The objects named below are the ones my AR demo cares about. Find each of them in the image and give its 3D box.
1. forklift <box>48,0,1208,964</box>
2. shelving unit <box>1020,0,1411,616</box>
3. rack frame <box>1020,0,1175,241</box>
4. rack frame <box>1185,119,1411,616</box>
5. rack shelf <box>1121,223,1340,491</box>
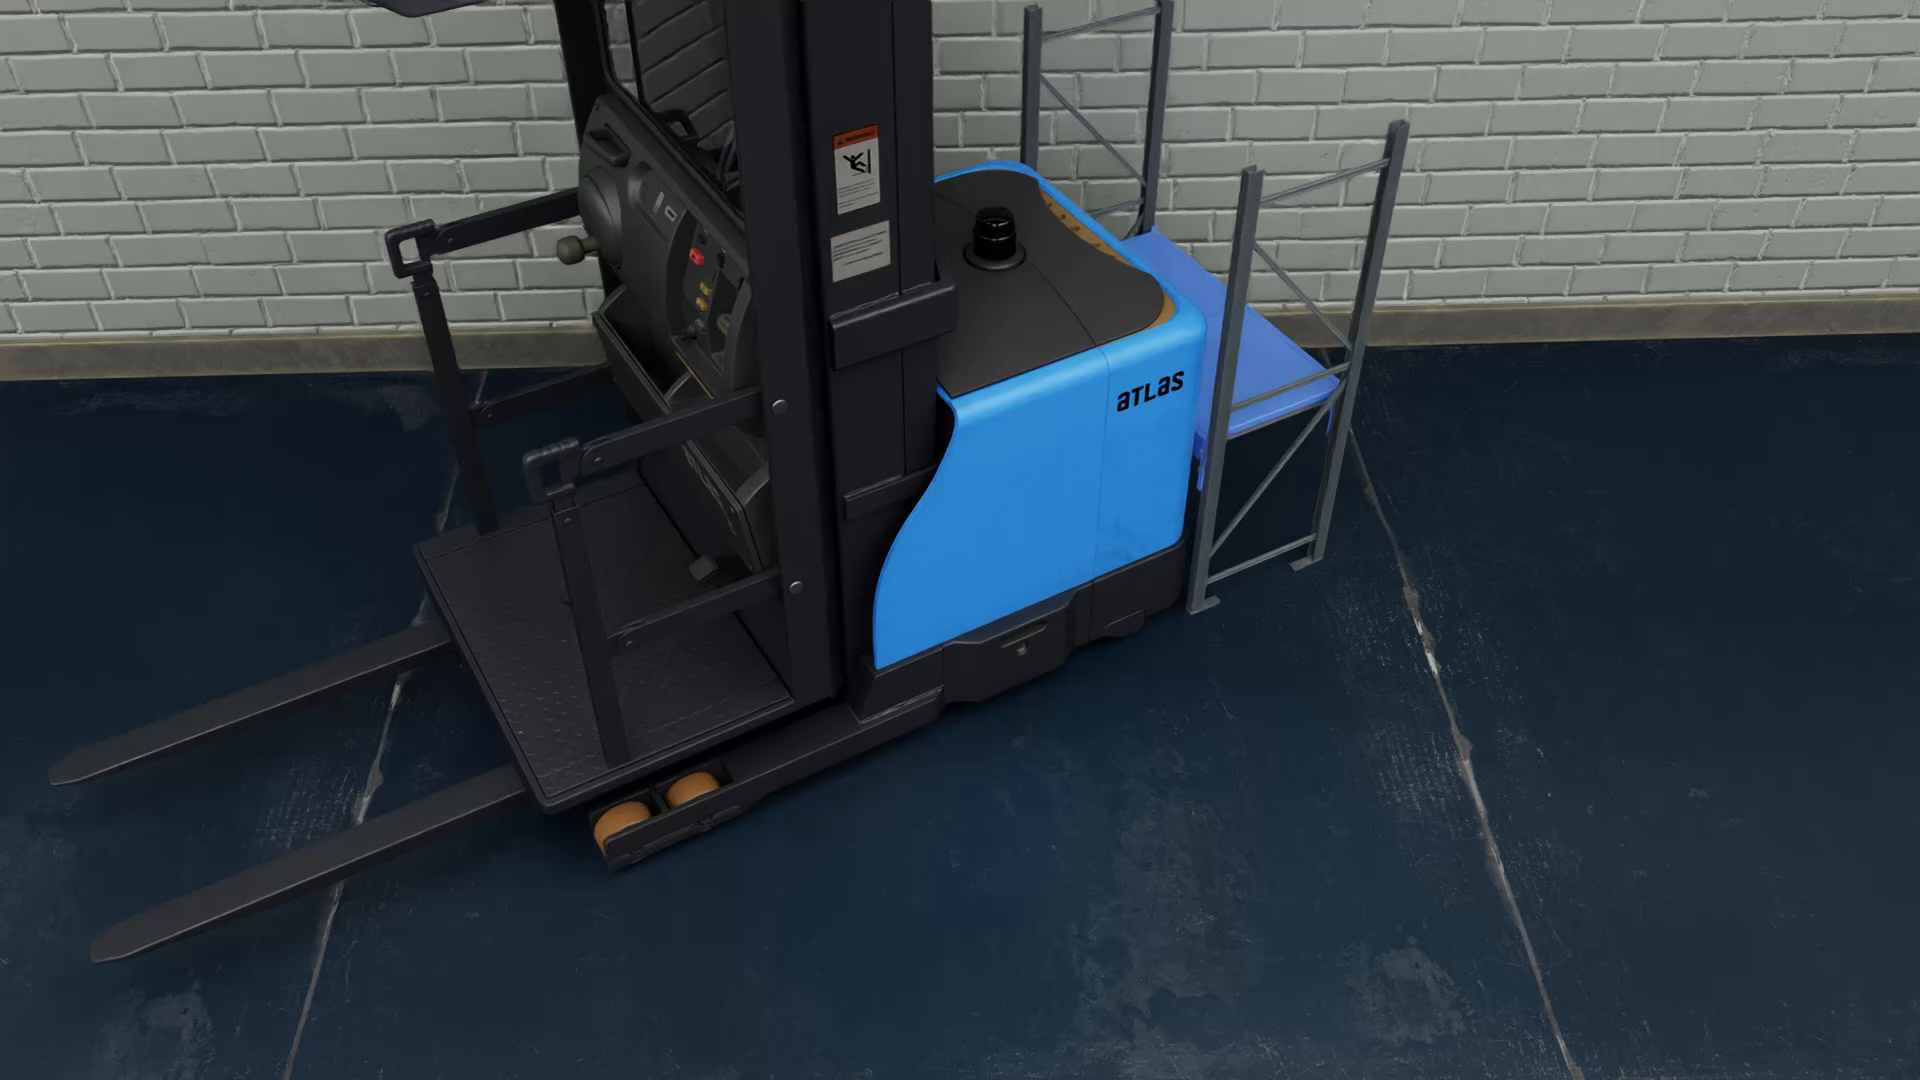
[{"bbox_3d":[-0.870,-0.648,3.788,3.031,2.935,1.130,-22,47,-22],"label":"forklift"},{"bbox_3d":[0.655,-0.716,4.921,0.538,1.500,1.048,-21,46,-21],"label":"shelving unit"},{"bbox_3d":[0.405,-1.015,5.247,0.500,1.500,0.032,-21,46,-21],"label":"rack frame"},{"bbox_3d":[0.905,-0.417,4.595,0.500,1.500,0.032,-21,46,-21],"label":"rack frame"},{"bbox_3d":[0.655,-0.584,5.043,0.538,0.185,1.000,-21,46,-21],"label":"rack shelf"}]
